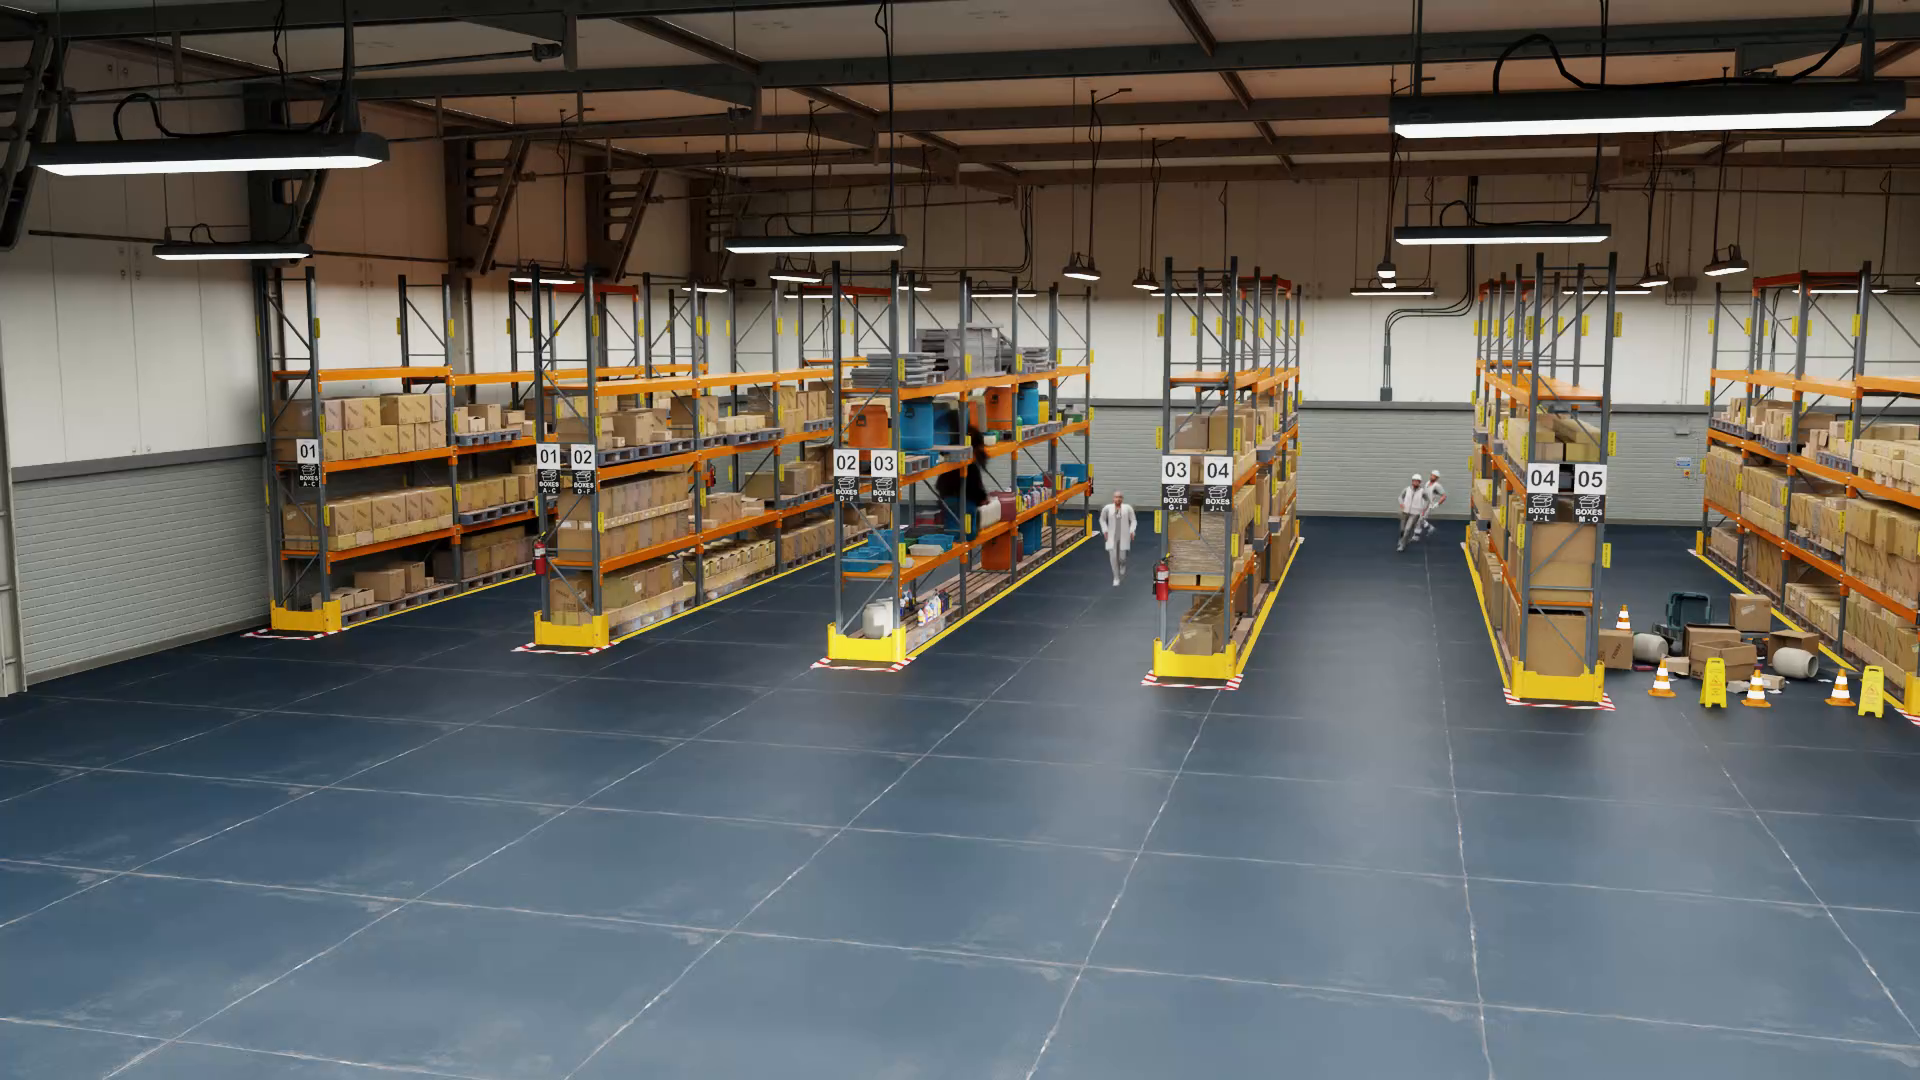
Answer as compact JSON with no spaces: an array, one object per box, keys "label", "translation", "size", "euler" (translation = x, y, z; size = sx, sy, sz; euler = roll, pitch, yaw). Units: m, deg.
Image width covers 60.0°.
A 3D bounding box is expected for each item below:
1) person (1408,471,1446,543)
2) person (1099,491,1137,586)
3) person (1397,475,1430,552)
[{"label":"person","translation":[10.891,-0.772,38.827],"size":[0.779,1.712,0.731],"euler":[-2,7,-14]},{"label":"person","translation":[2.924,-0.049,30.859],"size":[0.694,1.743,0.693],"euler":[1,7,6]},{"label":"person","translation":[10.227,-0.618,37.565],"size":[0.714,1.726,0.864],"euler":[4,8,26]}]
